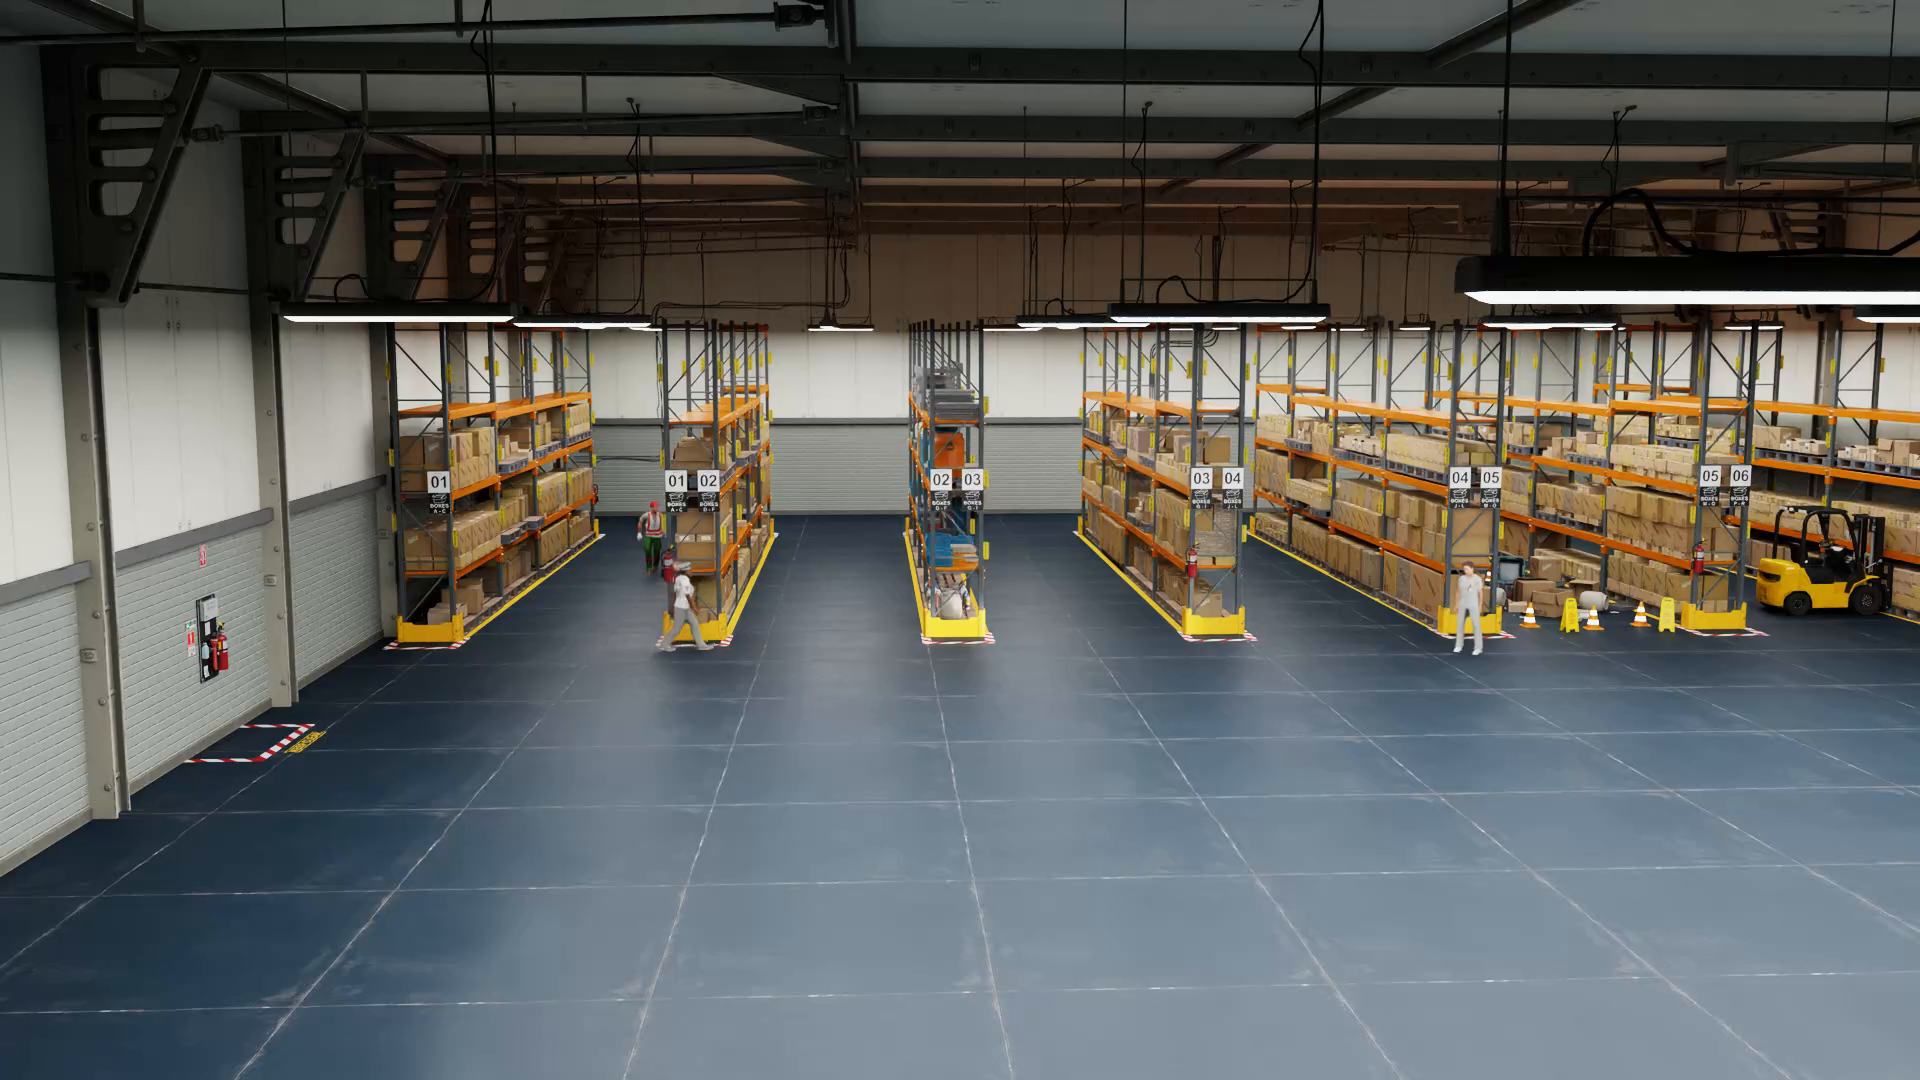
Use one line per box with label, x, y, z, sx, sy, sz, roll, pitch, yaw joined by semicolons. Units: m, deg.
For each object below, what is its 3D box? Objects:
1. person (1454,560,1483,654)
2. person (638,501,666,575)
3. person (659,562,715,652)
person;9.141;1.198;29.914;0.528;1.675;0.397;6;9;39
person;-7.386;-0.044;40.012;0.754;1.807;0.877;0;7;-3
person;-4.932;1.206;29.925;0.973;1.622;0.433;0;7;-2
